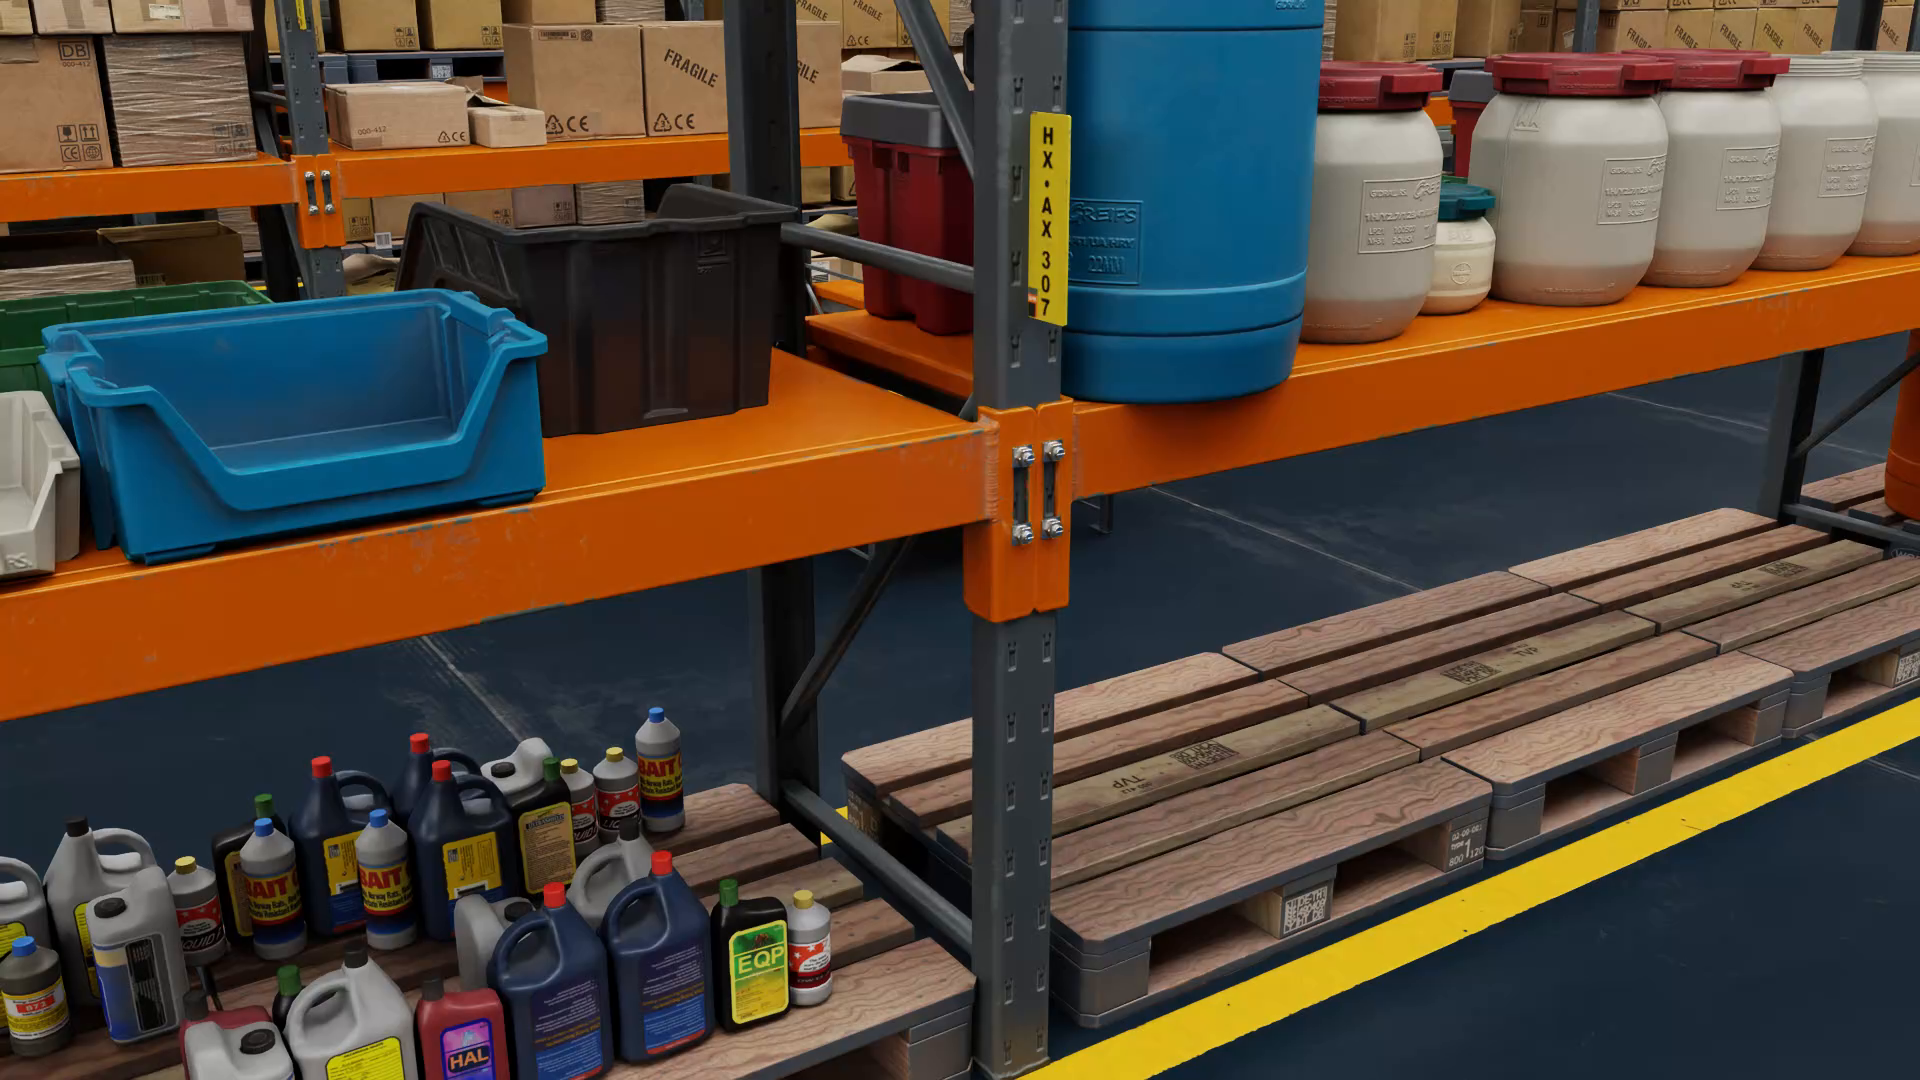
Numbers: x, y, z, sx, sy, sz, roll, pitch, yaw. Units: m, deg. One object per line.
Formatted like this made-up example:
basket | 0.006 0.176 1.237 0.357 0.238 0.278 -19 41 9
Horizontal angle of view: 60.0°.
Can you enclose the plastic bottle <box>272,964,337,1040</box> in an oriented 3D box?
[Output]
plastic bottle | -1.040 0.812 2.712 0.133 0.283 0.061 -12 22 -31

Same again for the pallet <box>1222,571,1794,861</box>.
pallet | 1.501 0.432 4.638 1.213 0.211 1.003 -12 22 -31

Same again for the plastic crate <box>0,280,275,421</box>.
plastic crate | -1.442 -0.260 2.662 0.662 0.188 0.450 -12 22 -31

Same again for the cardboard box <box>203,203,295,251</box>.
cardboard box | -4.996 -2.333 11.677 0.500 0.500 0.700 -11 22 -30

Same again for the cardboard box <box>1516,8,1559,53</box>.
cardboard box | 4.083 -3.463 11.648 0.500 0.500 0.500 -11 22 -31

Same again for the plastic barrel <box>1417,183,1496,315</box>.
plastic barrel | 1.037 -0.651 3.702 0.301 0.262 0.301 0 19 0

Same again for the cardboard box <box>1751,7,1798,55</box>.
cardboard box | 5.651 -3.592 12.029 0.500 0.500 0.500 -12 22 -32

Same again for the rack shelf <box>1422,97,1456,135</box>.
rack shelf | 2.137 -2.566 10.274 4.000 0.370 1.077 -12 22 -31

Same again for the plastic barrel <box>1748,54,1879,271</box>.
plastic barrel | 2.094 -0.969 4.254 0.421 0.512 0.421 0 19 0

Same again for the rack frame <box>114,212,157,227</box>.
rack frame | -5.602 -3.174 10.950 0.127 3.000 1.000 -12 22 -31

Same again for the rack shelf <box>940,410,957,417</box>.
rack shelf | 0.006 -0.302 6.146 1.000 0.278 0.538 -12 22 -31

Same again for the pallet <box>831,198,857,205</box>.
pallet | -0.543 -2.890 14.464 1.213 0.211 1.003 -12 22 -31

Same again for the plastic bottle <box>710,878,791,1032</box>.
plastic bottle | -0.374 0.727 2.965 0.133 0.283 0.061 -11 21 -29

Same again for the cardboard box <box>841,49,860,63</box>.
cardboard box | -1.021 -3.957 13.626 0.250 0.149 0.380 -11 22 -30

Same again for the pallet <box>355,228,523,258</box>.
pallet | -3.933 -2.207 12.443 1.213 0.211 1.003 -12 22 -31

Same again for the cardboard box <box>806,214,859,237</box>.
cardboard box | -0.567 -1.608 9.079 0.500 0.311 0.500 -13 22 -33

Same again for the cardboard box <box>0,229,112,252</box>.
cardboard box | -3.847 -1.013 7.025 0.500 0.500 0.500 -12 22 -31

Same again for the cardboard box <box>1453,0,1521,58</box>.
cardboard box | 3.288 -3.482 11.048 0.700 0.500 0.500 14 23 35

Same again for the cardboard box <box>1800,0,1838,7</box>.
cardboard box | 6.075 -4.151 12.122 0.500 0.500 0.500 -11 22 -30

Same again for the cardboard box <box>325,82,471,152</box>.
cardboard box | -2.487 -1.877 7.348 0.500 0.250 0.500 -10 21 -28

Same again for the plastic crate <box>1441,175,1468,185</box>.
plastic crate | 1.146 -0.806 4.276 0.662 0.188 0.450 -12 22 -31

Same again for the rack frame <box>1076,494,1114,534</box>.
rack frame | 0.430 -0.624 6.333 0.032 1.125 0.500 -12 22 -31

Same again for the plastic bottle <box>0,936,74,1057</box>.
plastic bottle | -1.621 0.790 2.908 0.097 0.201 0.097 0 19 0

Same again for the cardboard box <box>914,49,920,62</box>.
cardboard box | -0.360 -4.083 13.999 0.250 0.149 0.380 -11 22 -30

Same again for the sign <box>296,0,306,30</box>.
sign | -2.568 -2.149 6.443 0.005 0.325 0.100 -12 22 -31

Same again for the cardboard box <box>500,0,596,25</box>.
cardboard box | -3.100 -3.943 12.382 0.500 0.500 0.700 -14 23 -36

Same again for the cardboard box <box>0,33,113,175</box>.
cardboard box | -3.678 -1.723 6.501 0.500 0.500 0.700 -12 22 -32

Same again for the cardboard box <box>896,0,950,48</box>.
cardboard box | -0.427 -4.364 13.819 0.500 0.500 0.500 -11 22 -30

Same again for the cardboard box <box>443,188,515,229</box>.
cardboard box | -3.727 -2.607 12.490 0.500 0.500 0.700 -12 22 -32

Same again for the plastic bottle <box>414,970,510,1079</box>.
plastic bottle | -0.806 0.818 2.695 0.133 0.283 0.061 -10 21 -28

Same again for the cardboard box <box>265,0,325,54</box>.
cardboard box | -4.687 -3.607 11.387 0.500 0.500 0.700 -9 21 -26

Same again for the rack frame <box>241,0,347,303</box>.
rack frame | -2.874 -1.850 7.033 0.127 3.000 1.000 -12 22 -31

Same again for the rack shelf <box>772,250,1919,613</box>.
rack shelf | 1.517 -0.536 4.269 4.000 0.370 1.077 -12 22 -31

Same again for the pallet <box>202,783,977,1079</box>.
pallet | -0.737 0.904 3.242 1.213 0.211 1.003 -12 22 -31

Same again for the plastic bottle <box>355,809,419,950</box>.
plastic bottle | -1.110 0.649 3.215 0.097 0.271 0.097 0 19 0

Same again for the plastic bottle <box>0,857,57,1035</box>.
plastic bottle | -1.724 0.694 2.957 0.185 0.351 0.144 -11 22 -29

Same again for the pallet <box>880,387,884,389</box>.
pallet | -0.243 -1.099 9.165 1.213 0.211 1.003 -12 22 -31

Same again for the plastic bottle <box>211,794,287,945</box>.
plastic bottle | -1.374 0.637 3.233 0.133 0.283 0.061 -11 21 -29

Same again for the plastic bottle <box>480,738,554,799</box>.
plastic bottle | -0.915 0.561 3.468 0.135 0.276 0.152 -11 22 -29

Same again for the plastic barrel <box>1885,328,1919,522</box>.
plastic barrel | 3.587 -0.490 5.745 0.708 0.830 0.600 -12 22 -31

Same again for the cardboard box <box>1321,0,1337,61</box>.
cardboard box | 1.799 -3.052 9.776 0.500 0.500 0.700 -8 20 -21

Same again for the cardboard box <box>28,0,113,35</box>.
cardboard box | -3.409 -2.009 6.336 0.250 0.149 0.380 -13 22 -33

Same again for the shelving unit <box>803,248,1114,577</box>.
shelving unit | 0.006 -0.534 6.068 1.048 1.125 0.538 -12 22 -31

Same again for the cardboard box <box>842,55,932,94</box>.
cardboard box | -0.387 -2.406 8.818 0.500 0.311 0.500 -12 22 -32

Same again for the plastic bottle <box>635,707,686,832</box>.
plastic bottle | -0.660 0.499 3.659 0.097 0.271 0.097 0 19 0

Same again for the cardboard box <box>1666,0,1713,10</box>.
cardboard box | 4.786 -3.879 11.317 0.500 0.500 0.500 -13 22 -33

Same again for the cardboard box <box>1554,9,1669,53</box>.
cardboard box | 4.383 -3.323 11.235 0.500 0.500 0.500 -11 22 -30

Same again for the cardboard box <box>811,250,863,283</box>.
cardboard box | -0.689 -1.377 8.396 0.500 0.311 0.500 -12 22 -32

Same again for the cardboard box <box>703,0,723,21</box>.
cardboard box | -1.715 -4.094 13.018 0.500 0.500 0.500 -11 22 -30

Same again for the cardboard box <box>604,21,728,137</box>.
cardboard box | -1.366 -2.209 7.939 0.500 0.500 0.500 -12 22 -31
